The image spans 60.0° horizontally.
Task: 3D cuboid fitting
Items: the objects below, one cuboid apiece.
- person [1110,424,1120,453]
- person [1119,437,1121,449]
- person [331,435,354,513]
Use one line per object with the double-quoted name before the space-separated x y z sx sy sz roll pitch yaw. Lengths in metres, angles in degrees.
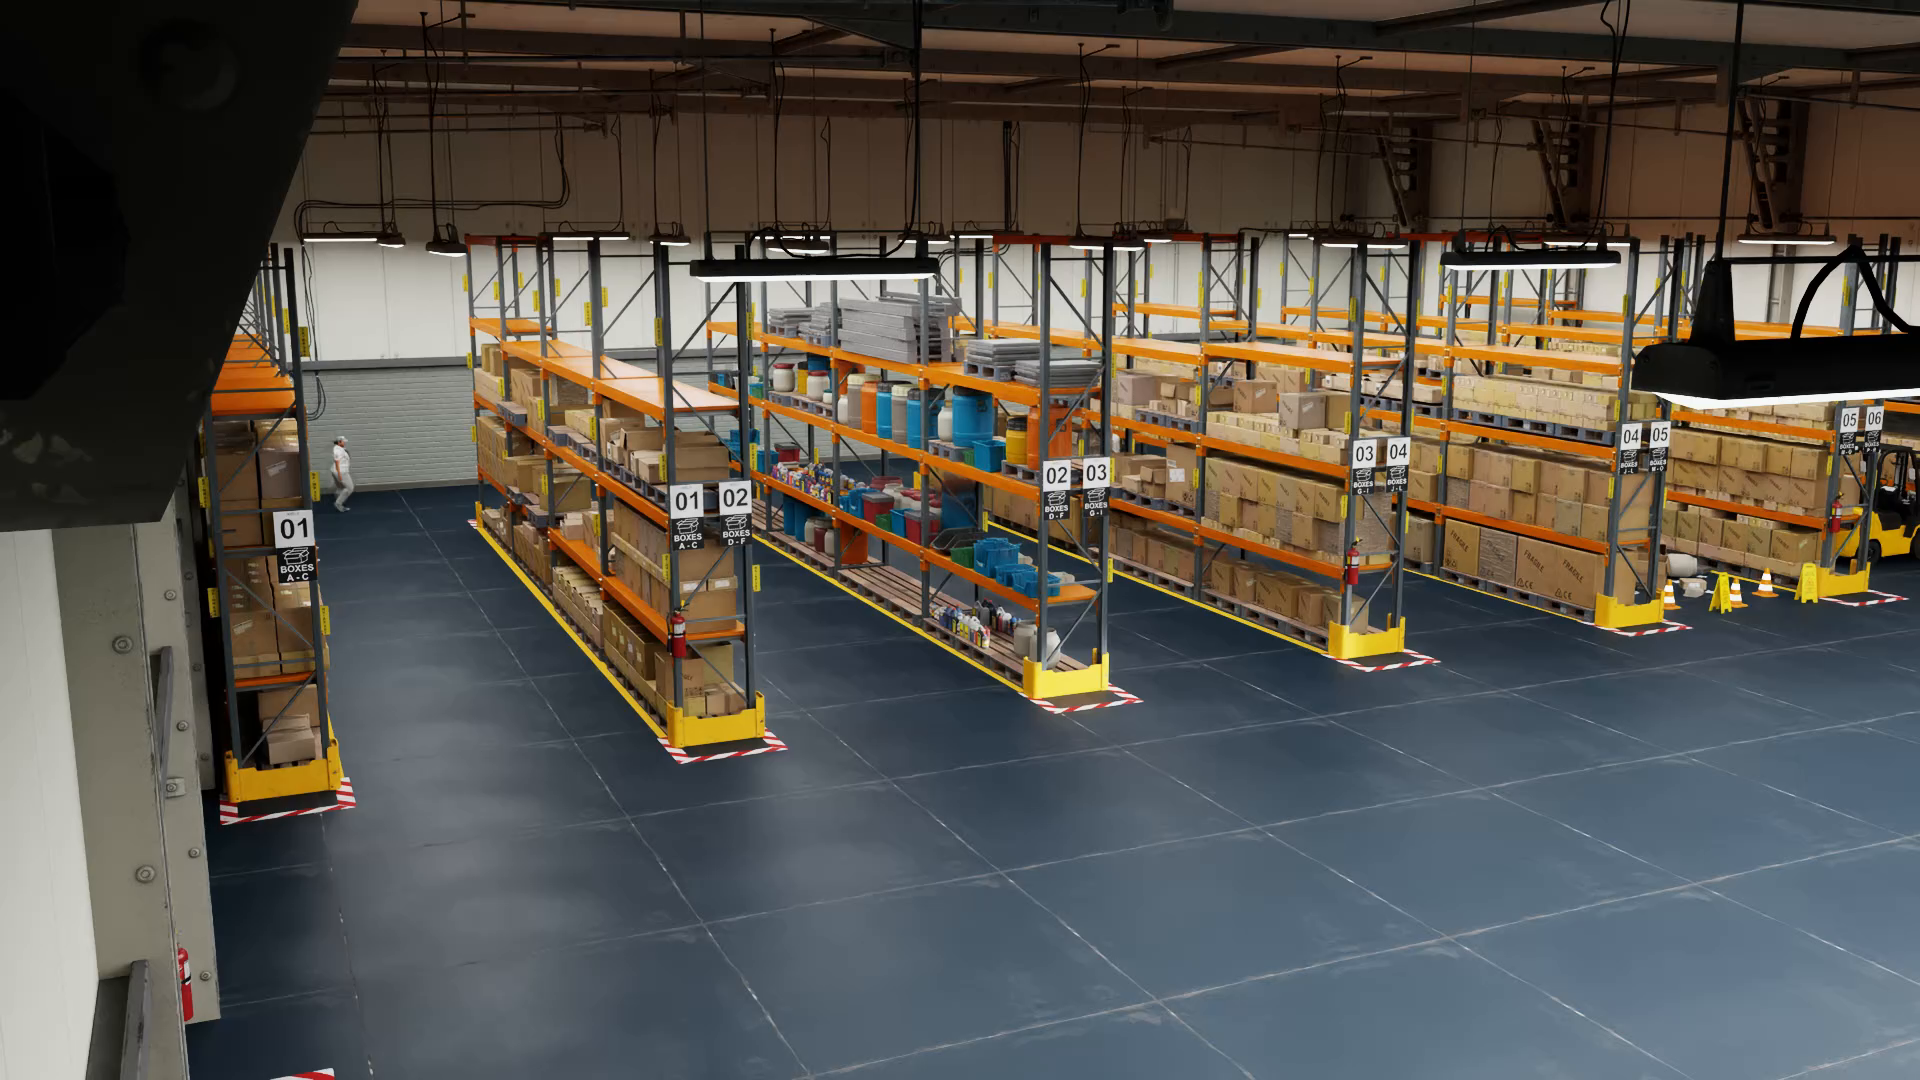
"person" 3.383 -1.791 37.705 0.653 1.713 1.142 -4 12 -21
"person" 4.250 -3.154 44.806 0.592 1.703 0.802 5 12 23
"person" -13.449 -1.446 36.169 0.454 1.669 0.510 -6 12 -28
